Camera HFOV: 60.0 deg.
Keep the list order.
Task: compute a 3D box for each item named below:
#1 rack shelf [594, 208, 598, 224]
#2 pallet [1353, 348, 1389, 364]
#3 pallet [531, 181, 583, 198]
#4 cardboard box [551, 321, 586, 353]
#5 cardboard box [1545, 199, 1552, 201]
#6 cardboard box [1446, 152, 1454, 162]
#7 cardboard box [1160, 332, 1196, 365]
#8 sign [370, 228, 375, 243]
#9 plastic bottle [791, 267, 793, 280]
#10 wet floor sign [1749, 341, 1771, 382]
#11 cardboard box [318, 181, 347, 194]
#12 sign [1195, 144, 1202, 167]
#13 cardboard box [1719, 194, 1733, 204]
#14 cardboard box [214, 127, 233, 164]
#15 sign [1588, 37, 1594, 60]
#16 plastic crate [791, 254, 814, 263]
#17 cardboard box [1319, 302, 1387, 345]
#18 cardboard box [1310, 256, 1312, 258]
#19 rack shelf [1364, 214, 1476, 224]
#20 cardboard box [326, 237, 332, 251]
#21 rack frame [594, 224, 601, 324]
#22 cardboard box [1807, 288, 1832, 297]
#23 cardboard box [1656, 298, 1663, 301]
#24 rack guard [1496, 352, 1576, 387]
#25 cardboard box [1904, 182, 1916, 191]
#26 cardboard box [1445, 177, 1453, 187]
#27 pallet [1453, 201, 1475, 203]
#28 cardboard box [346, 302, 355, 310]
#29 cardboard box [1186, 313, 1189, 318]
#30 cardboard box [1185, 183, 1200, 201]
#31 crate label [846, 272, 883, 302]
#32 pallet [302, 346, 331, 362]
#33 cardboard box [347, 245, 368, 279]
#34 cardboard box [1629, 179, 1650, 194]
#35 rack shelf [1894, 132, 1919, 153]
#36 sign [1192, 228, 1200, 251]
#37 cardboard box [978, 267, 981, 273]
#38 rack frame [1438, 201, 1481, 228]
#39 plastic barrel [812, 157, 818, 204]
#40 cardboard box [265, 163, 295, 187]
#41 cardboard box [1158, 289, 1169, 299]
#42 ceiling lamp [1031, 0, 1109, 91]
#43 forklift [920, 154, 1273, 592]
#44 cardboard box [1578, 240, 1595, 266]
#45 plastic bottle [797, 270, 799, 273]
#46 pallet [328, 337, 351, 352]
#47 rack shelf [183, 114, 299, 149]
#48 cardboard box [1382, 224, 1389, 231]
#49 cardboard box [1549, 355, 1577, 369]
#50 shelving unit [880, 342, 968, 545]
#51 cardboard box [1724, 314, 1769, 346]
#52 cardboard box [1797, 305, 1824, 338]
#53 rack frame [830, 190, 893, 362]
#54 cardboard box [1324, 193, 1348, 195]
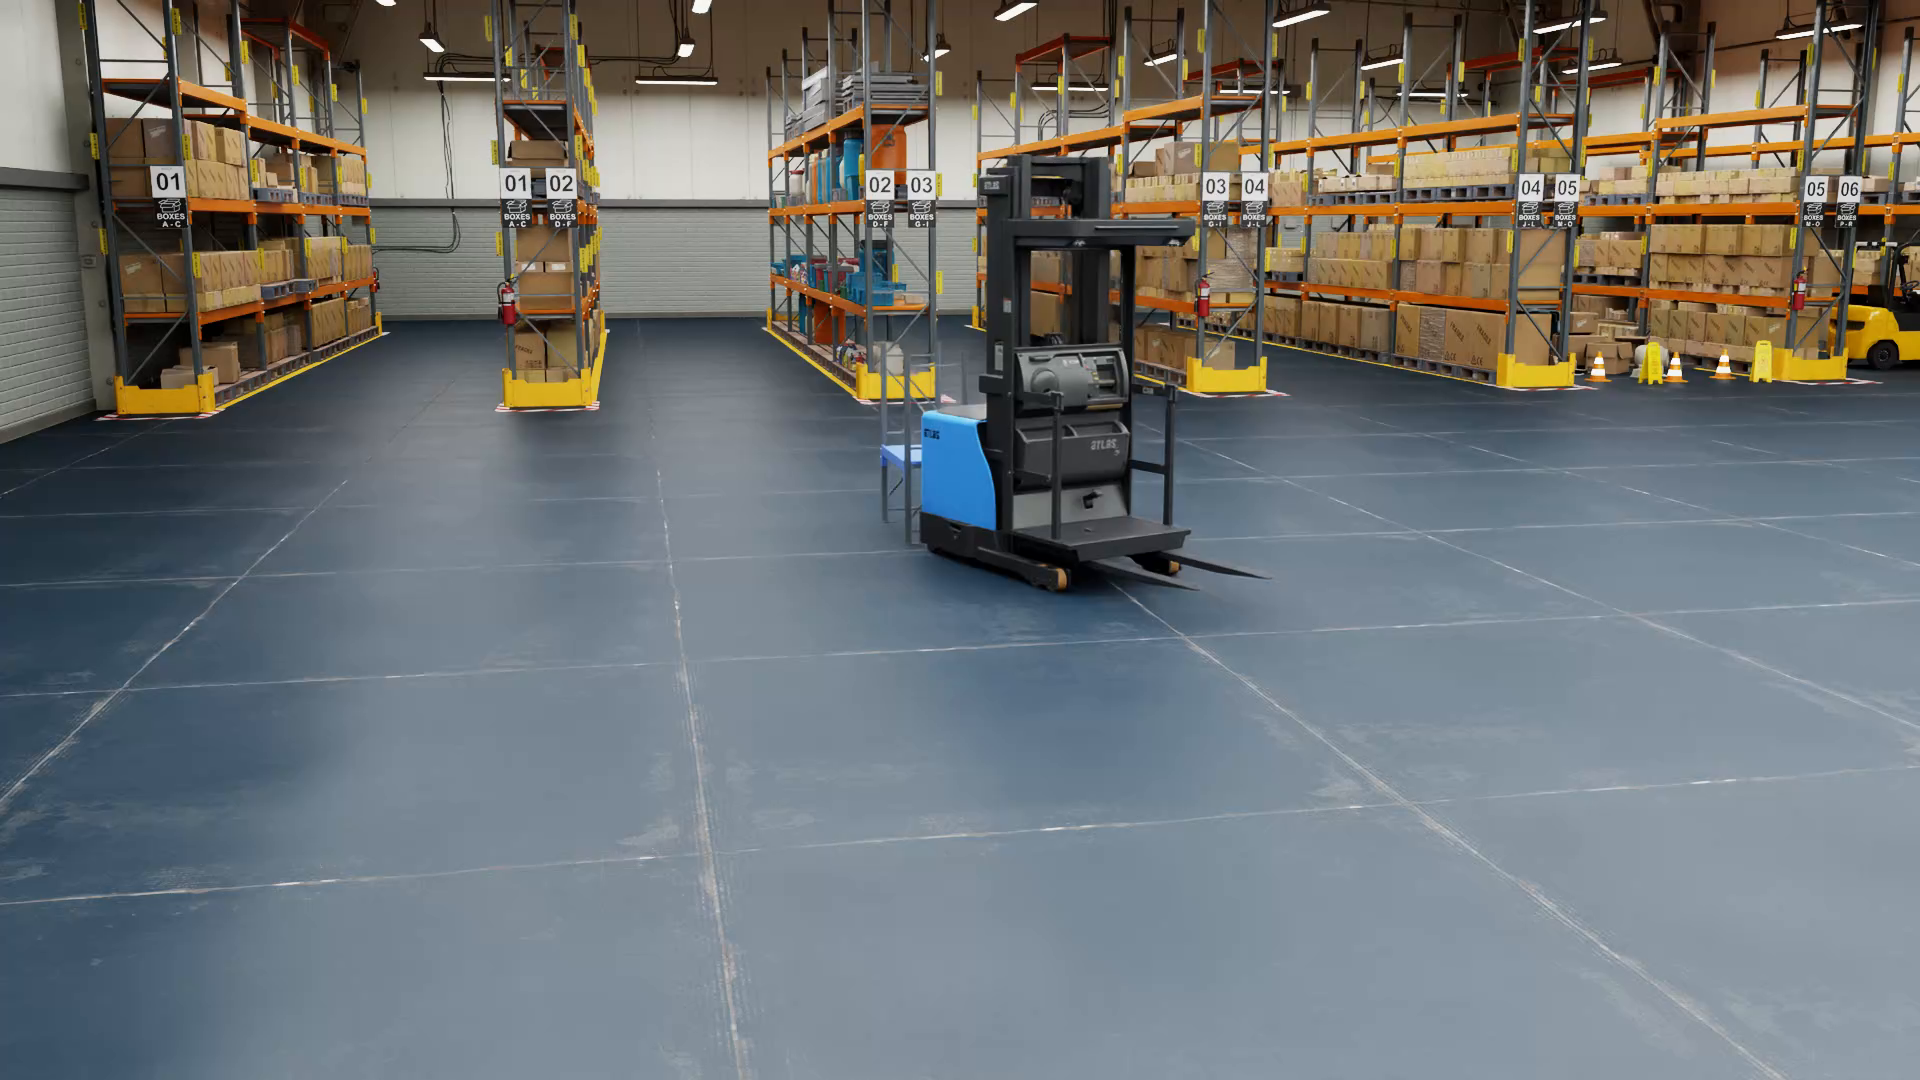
[{"bbox_3d":[-8.424,-7.036,36.041,1.077,0.370,4.000,-2,11,-11],"label":"rack shelf"},{"bbox_3d":[7.899,-3.372,30.348,1.003,0.211,1.213,-2,11,-11],"label":"pallet"},{"bbox_3d":[-6.054,-5.133,24.356,1.003,0.211,1.213,-2,11,-11],"label":"pallet"},{"bbox_3d":[-6.089,-3.136,25.877,0.500,0.500,0.500,-2,11,-11],"label":"cardboard box"},{"bbox_3d":[12.076,-6.821,33.663,0.380,0.149,0.250,-2,11,-11],"label":"cardboard box"},{"bbox_3d":[8.157,-6.242,27.096,0.380,0.149,0.250,-2,11,-11],"label":"cardboard box"},{"bbox_3d":[3.594,-3.129,27.175,0.500,0.500,0.500,-3,11,-16],"label":"cardboard box"},{"bbox_3d":[-13.137,-6.804,37.192,0.100,0.325,0.005,-2,11,-11],"label":"sign"},{"bbox_3d":[-3.497,-5.564,34.718,0.061,0.283,0.133,-2,11,-11],"label":"plastic bottle"},{"bbox_3d":[12.724,-2.838,26.379,0.267,0.644,0.232,2,11,9],"label":"wet floor sign"},{"bbox_3d":[-12.770,-7.160,33.779,0.500,0.250,0.500,-2,11,-11],"label":"cardboard box"},{"bbox_3d":[3.468,-5.600,24.203,0.100,0.325,0.005,-2,11,-11],"label":"sign"},{"bbox_3d":[13.051,-5.753,28.052,0.380,0.149,0.250,-2,11,-12],"label":"cardboard box"},{"bbox_3d":[-10.746,-5.647,23.825,0.500,0.500,0.500,-3,11,-13],"label":"cardboard box"},{"bbox_3d":[9.447,-7.372,24.941,0.100,0.325,0.005,-2,11,-11],"label":"sign"},{"bbox_3d":[-3.706,-6.454,38.829,0.616,0.435,0.499,-2,11,-11],"label":"plastic crate"},{"bbox_3d":[7.549,-4.163,31.938,1.050,0.750,0.750,-2,11,-10],"label":"cardboard box"},{"bbox_3d":[7.338,-5.760,34.190,0.380,0.149,0.250,-2,11,-13],"label":"cardboard box"},{"bbox_3d":[11.014,-7.756,39.824,1.077,0.370,4.000,-2,11,-11],"label":"rack shelf"},{"bbox_3d":[-12.363,-5.677,31.881,0.500,0.250,0.500,-2,11,-10],"label":"cardboard box"},{"bbox_3d":[-8.813,-6.282,38.182,1.000,3.000,0.127,-2,11,-11],"label":"rack frame"},{"bbox_3d":[13.874,-4.014,26.937,0.380,0.149,0.250,-2,11,-11],"label":"cardboard box"},{"bbox_3d":[16.271,-5.577,38.302,0.380,0.149,0.250,-3,11,-14],"label":"cardboard box"},{"bbox_3d":[8.906,-2.637,25.714,1.175,0.500,0.348,-2,11,-11],"label":"rack guard"},{"bbox_3d":[17.617,-6.495,30.557,0.380,0.149,0.250,-2,11,-10],"label":"cardboard box"},{"bbox_3d":[8.157,-5.850,27.171,0.380,0.149,0.250,-2,11,-10],"label":"cardboard box"},{"bbox_3d":[11.630,-7.482,36.973,0.805,0.209,1.217,-3,11,-13],"label":"pallet"},{"bbox_3d":[-12.826,-4.875,34.616,0.380,0.149,0.250,-2,11,-9],"label":"cardboard box"},{"bbox_3d":[5.708,-5.457,40.346,0.380,0.149,0.250,-2,11,-11],"label":"cardboard box"},{"bbox_3d":[3.673,-5.187,24.803,0.500,0.250,0.500,-2,11,-10],"label":"cardboard box"},{"bbox_3d":[-1.465,-3.873,25.426,0.502,0.435,0.616,-2,11,-11],"label":"crate label"},{"bbox_3d":[-12.195,-3.412,30.558,1.003,0.211,1.213,-2,11,-11],"label":"pallet"},{"bbox_3d":[-13.410,-6.023,36.015,0.980,0.700,0.700,-2,11,-11],"label":"cardboard box"},{"bbox_3d":[12.703,-6.510,30.631,0.500,0.250,0.500,-2,11,-12],"label":"cardboard box"},{"bbox_3d":[18.216,-7.013,28.970,1.077,0.370,4.000,-2,11,-11],"label":"rack shelf"},{"bbox_3d":[3.468,-4.415,24.429,0.100,0.325,0.005,-2,11,-11],"label":"sign"},{"bbox_3d":[0.650,-6.442,39.689,0.380,0.149,0.250,-2,11,-10],"label":"cardboard box"},{"bbox_3d":[11.403,-6.269,38.110,1.000,3.000,0.127,-2,11,-11],"label":"rack frame"},{"bbox_3d":[-2.324,-6.401,29.632,0.600,0.830,0.708,-2,11,-11],"label":"plastic barrel"},{"bbox_3d":[-12.265,-6.458,29.640,0.700,0.500,0.500,-3,11,-15],"label":"cardboard box"},{"bbox_3d":[3.364,-3.900,26.337,0.380,0.149,0.250,-2,11,-11],"label":"cardboard box"},{"bbox_3d":[2.869,-13.041,42.035,2.000,3.185,0.800,-2,11,-11],"label":"ceiling lamp"},{"bbox_3d":[0.920,-1.184,11.580,1.130,2.935,3.031,-7,13,-33],"label":"forklift"},{"bbox_3d":[12.349,-5.561,32.207,0.500,0.500,0.500,-3,11,-13],"label":"cardboard box"},{"bbox_3d":[-3.220,-5.314,33.437,0.097,0.271,0.097,0,11,0],"label":"plastic bottle"},{"bbox_3d":[-12.670,-3.859,32.909,1.003,0.211,1.213,-2,11,-11],"label":"pallet"},{"bbox_3d":[-11.727,-6.665,27.140,1.077,0.370,4.000,-2,11,-11],"label":"rack shelf"},{"bbox_3d":[10.550,-7.641,40.645,0.380,0.149,0.250,-2,11,-13],"label":"cardboard box"},{"bbox_3d":[10.264,-3.012,28.309,0.396,0.266,0.258,0,11,-1],"label":"cardboard box"},{"bbox_3d":[-0.297,-0.805,13.415,0.538,1.500,1.048,-2,11,-13],"label":"shelving unit"},{"bbox_3d":[13.221,-3.525,27.919,0.500,0.500,0.500,-2,11,-9],"label":"cardboard box"},{"bbox_3d":[17.423,-4.398,33.510,0.875,0.625,0.625,-3,11,-13],"label":"cardboard box"},{"bbox_3d":[-1.620,-4.261,27.561,1.000,3.000,0.127,-2,11,-11],"label":"rack frame"},{"bbox_3d":[7.495,-6.974,33.524,0.500,0.500,0.500,-2,11,-11],"label":"cardboard box"}]
